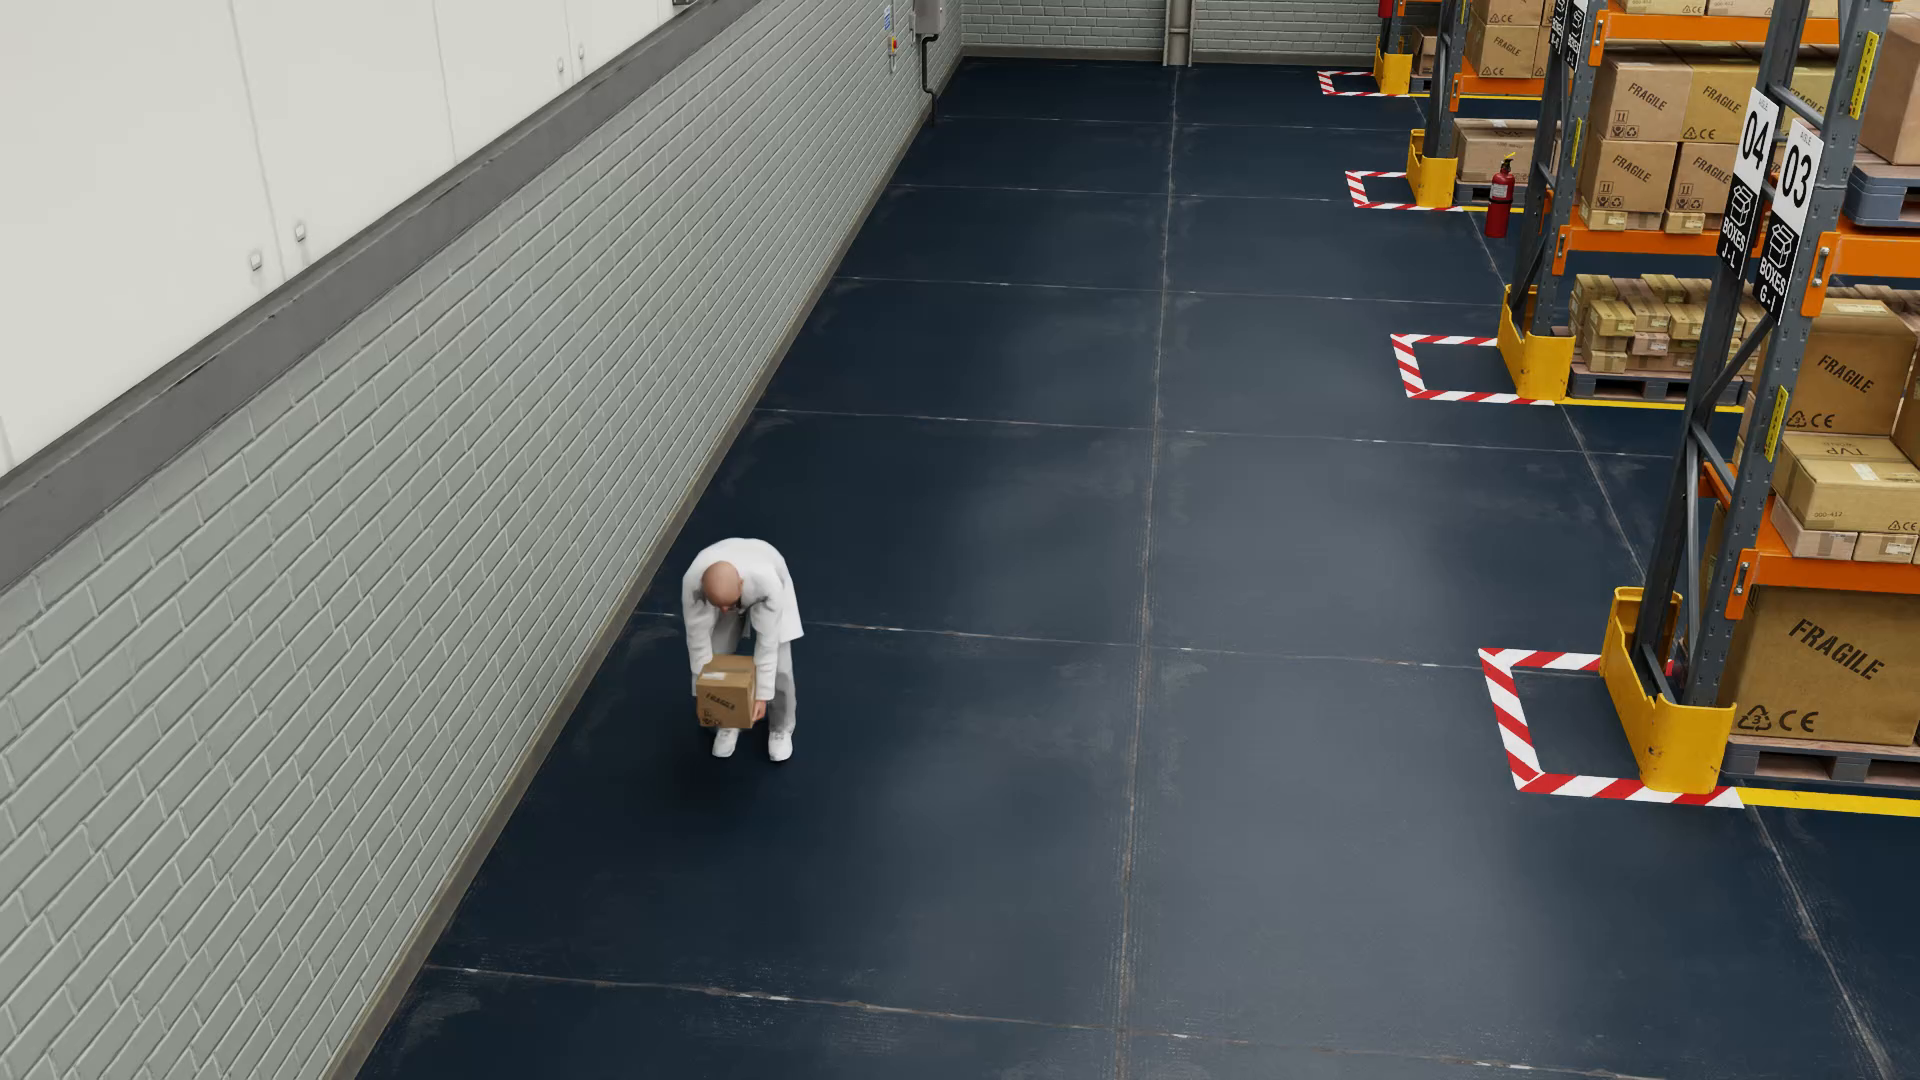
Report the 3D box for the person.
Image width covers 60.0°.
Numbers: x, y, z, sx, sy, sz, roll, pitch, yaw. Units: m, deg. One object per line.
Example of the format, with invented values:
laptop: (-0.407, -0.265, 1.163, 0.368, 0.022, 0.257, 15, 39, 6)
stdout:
person: (-1.088, 0.549, 8.092, 0.537, 1.324, 0.890, 2, 28, 5)
